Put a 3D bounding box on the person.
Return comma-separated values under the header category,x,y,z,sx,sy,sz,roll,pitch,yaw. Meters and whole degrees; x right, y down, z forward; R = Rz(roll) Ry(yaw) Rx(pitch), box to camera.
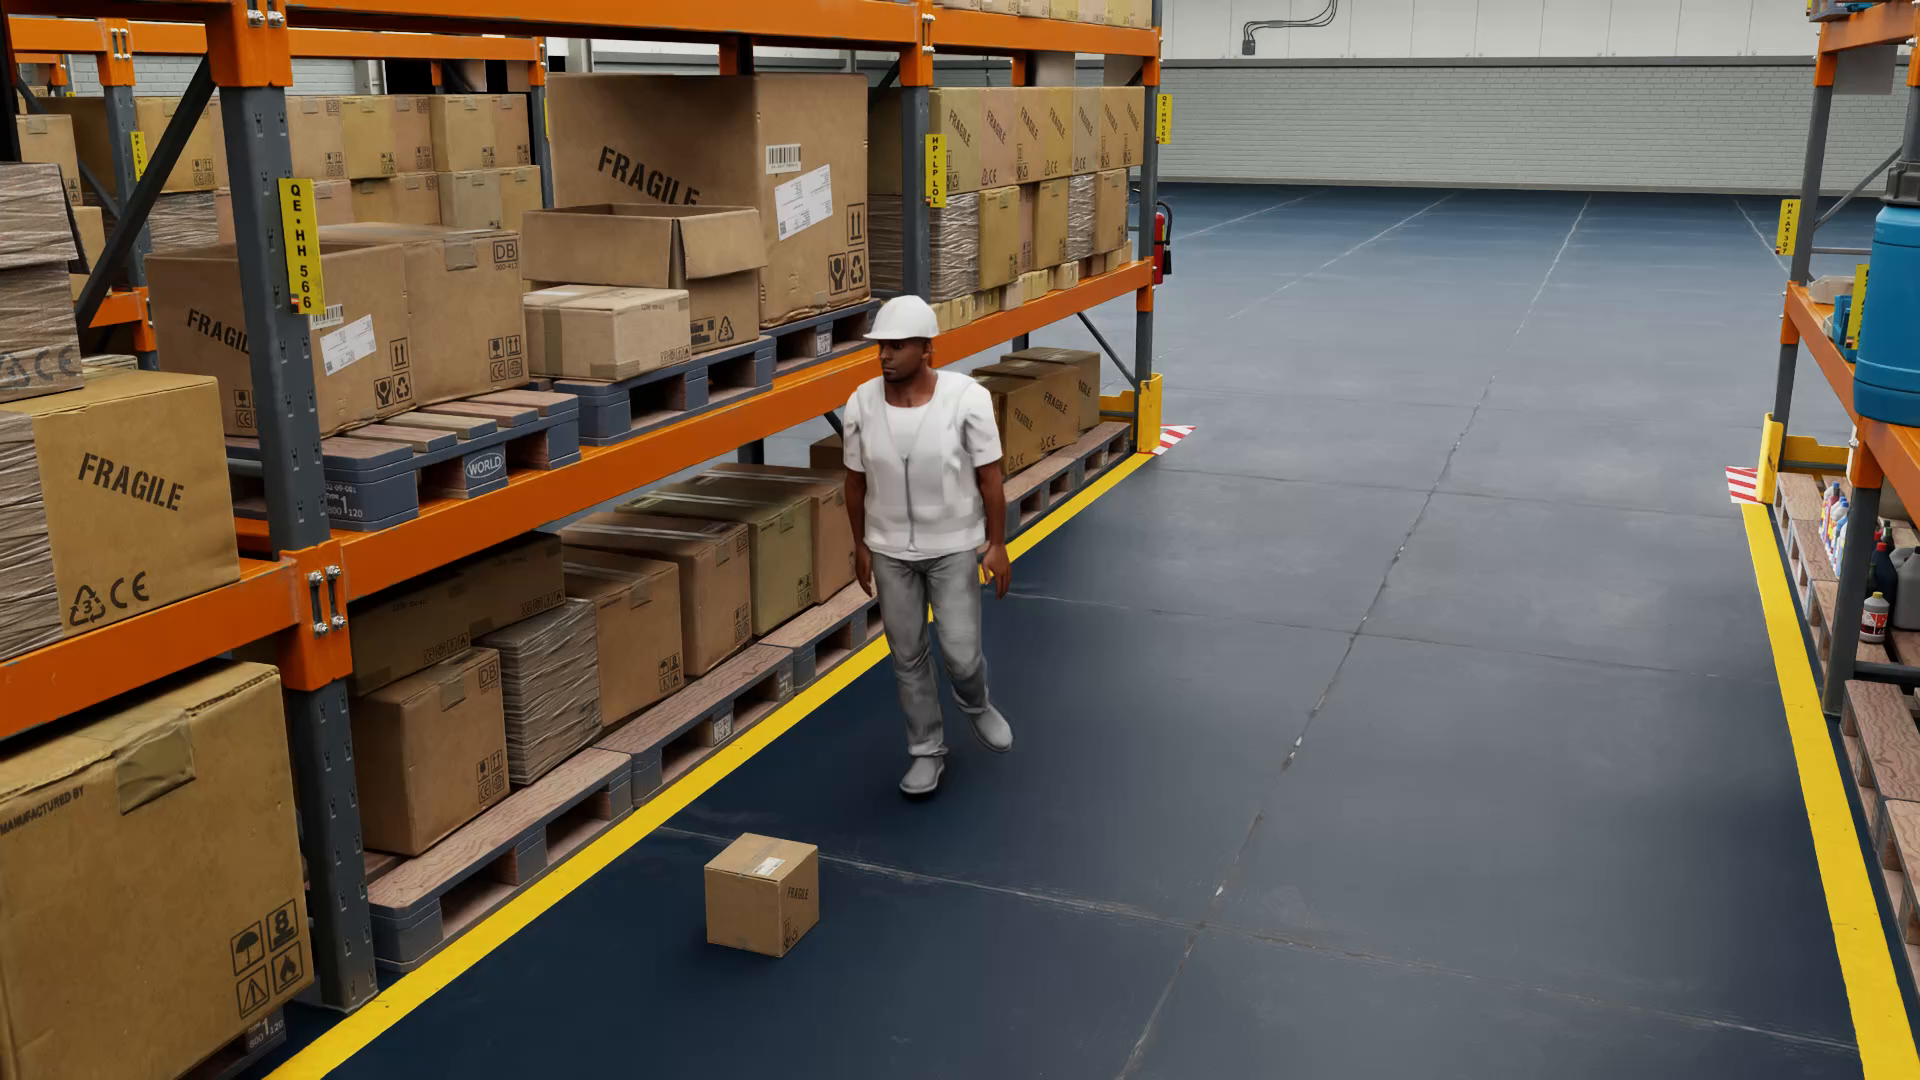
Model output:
category,x,y,z,sx,sy,sz,roll,pitch,yaw
person,-0.104,0.012,5.857,0.606,1.760,0.565,4,16,14
